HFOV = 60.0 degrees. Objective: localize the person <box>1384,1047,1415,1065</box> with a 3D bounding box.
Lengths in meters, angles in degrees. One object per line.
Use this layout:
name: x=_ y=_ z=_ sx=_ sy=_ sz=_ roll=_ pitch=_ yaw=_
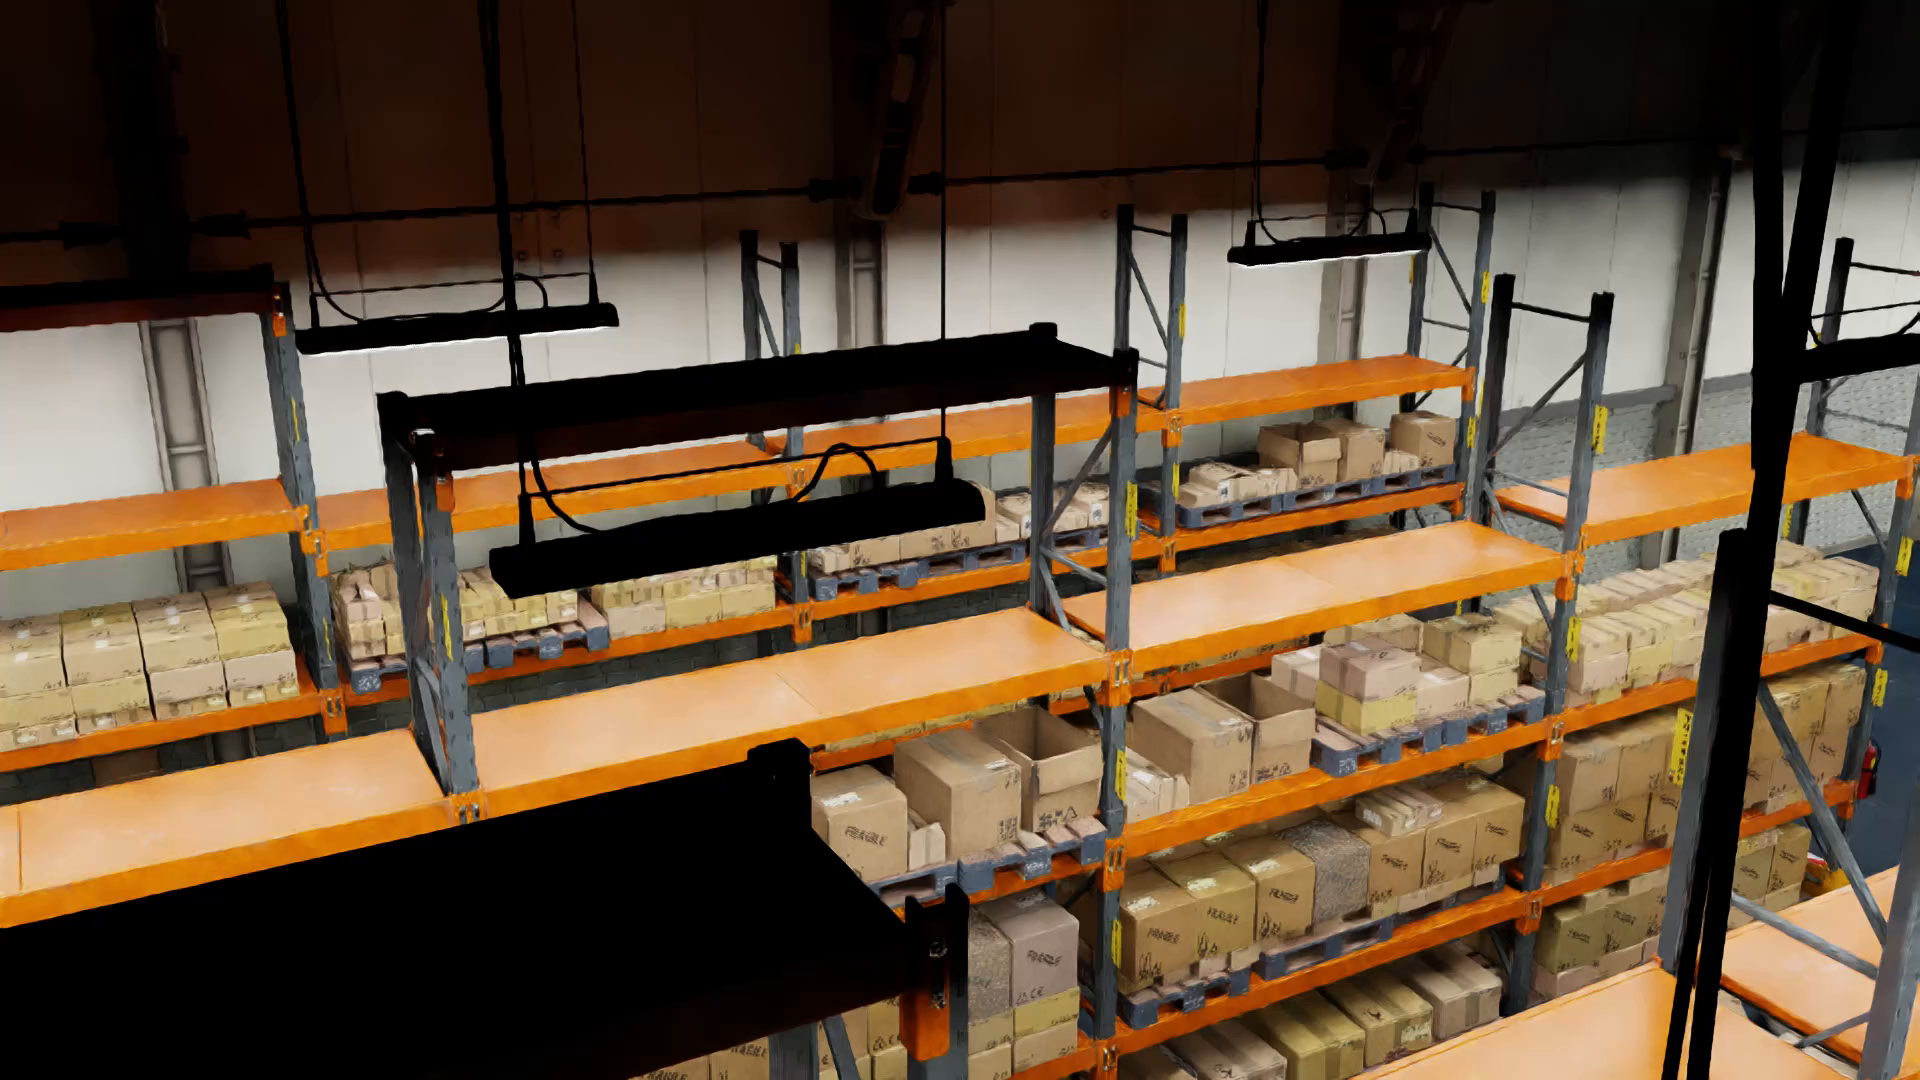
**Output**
person: x=2.781 y=3.986 z=10.797 sx=0.406 sy=1.600 sz=0.468 roll=10 pitch=21 yaw=29
